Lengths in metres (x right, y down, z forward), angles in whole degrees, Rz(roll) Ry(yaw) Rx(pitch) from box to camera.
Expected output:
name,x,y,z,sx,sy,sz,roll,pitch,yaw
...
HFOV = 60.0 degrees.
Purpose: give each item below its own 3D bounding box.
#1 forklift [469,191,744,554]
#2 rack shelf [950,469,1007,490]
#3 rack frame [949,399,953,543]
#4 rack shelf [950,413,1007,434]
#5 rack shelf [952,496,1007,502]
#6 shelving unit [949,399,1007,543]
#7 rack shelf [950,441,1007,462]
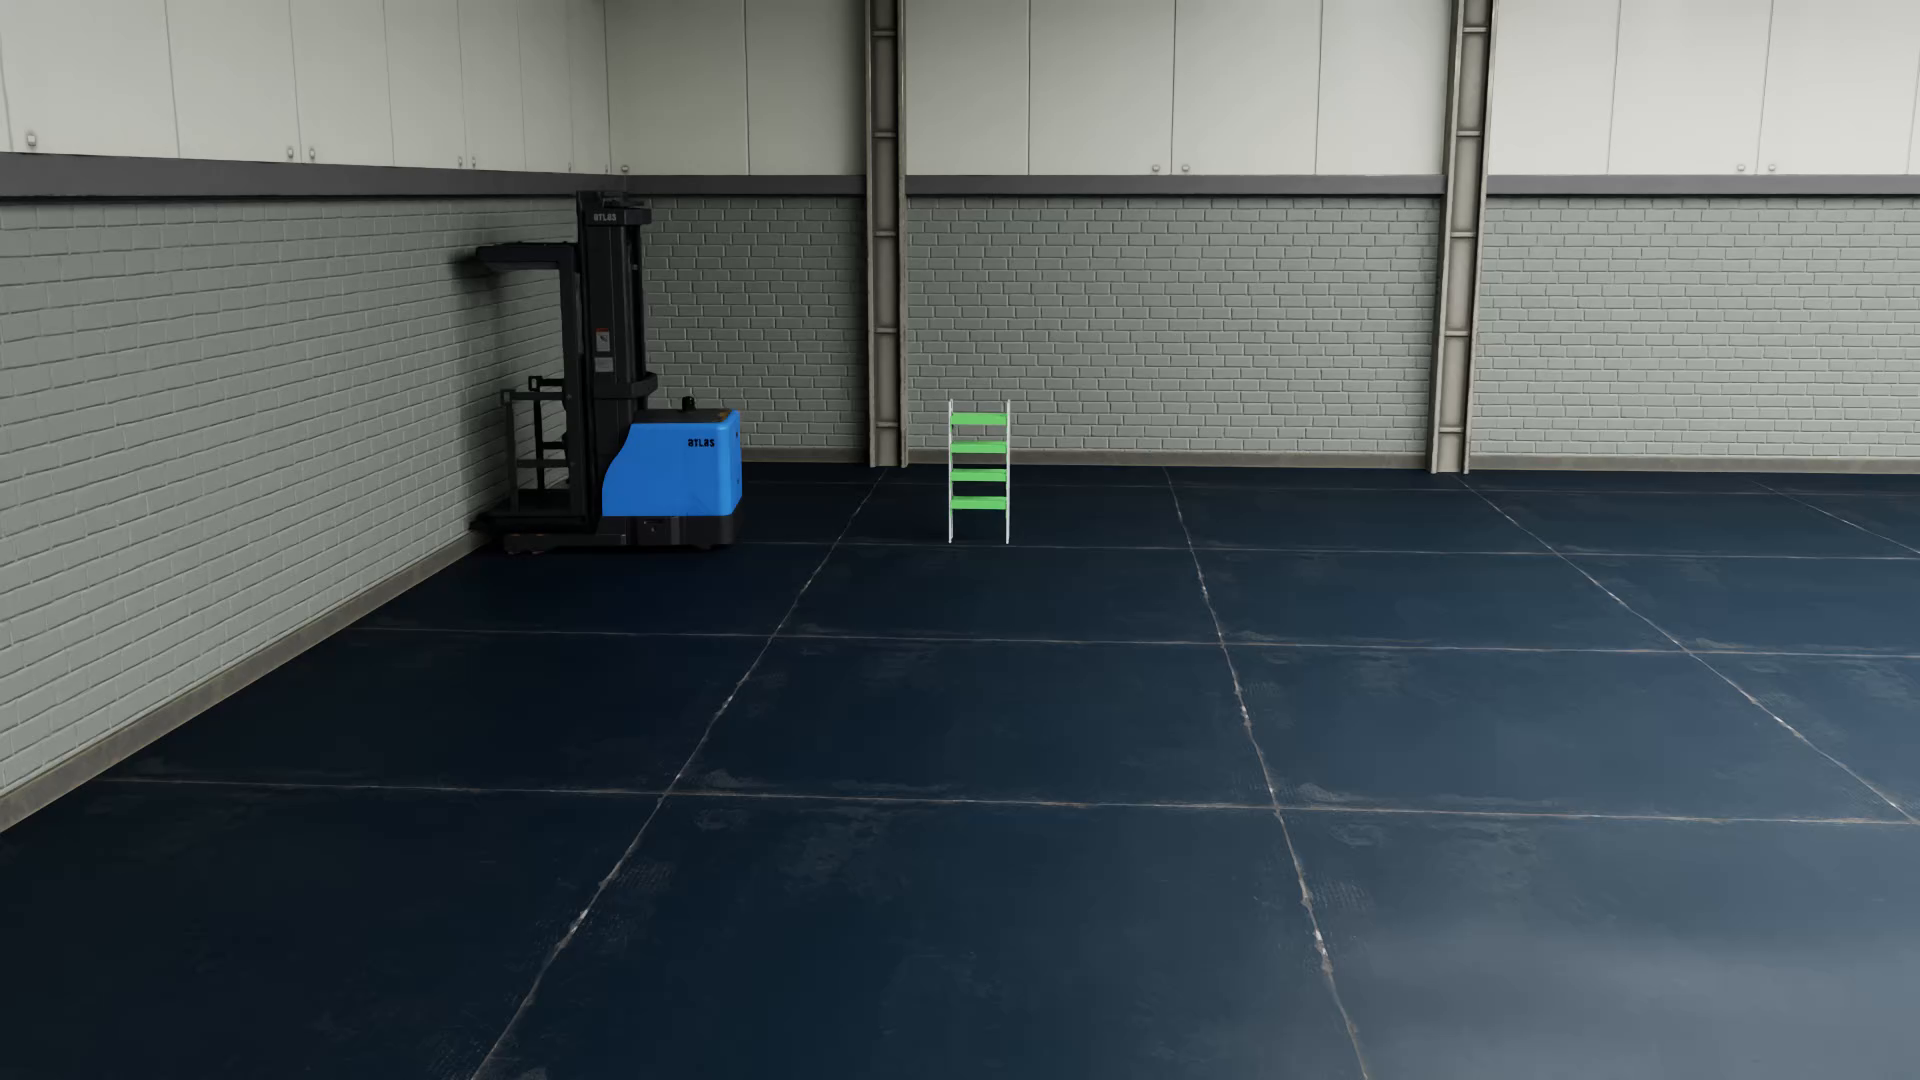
name,x,y,z,sx,sy,sz,roll,pitch,yaw
forklift,-3.405,-1.426,13.928,3.031,2.935,1.130,0,12,-1
rack shelf,0.165,-0.522,14.147,0.480,0.148,0.258,1,12,4
rack frame,-0.078,-0.588,14.150,0.015,1.200,0.240,1,12,4
rack shelf,0.165,-0.992,14.049,0.480,0.148,0.258,1,12,4
rack shelf,0.165,-0.340,14.186,0.457,0.021,0.221,1,12,4
shelving unit,0.159,-0.585,14.135,0.492,1.200,0.258,1,12,4
rack shelf,0.165,-0.757,14.098,0.480,0.148,0.258,1,12,4
